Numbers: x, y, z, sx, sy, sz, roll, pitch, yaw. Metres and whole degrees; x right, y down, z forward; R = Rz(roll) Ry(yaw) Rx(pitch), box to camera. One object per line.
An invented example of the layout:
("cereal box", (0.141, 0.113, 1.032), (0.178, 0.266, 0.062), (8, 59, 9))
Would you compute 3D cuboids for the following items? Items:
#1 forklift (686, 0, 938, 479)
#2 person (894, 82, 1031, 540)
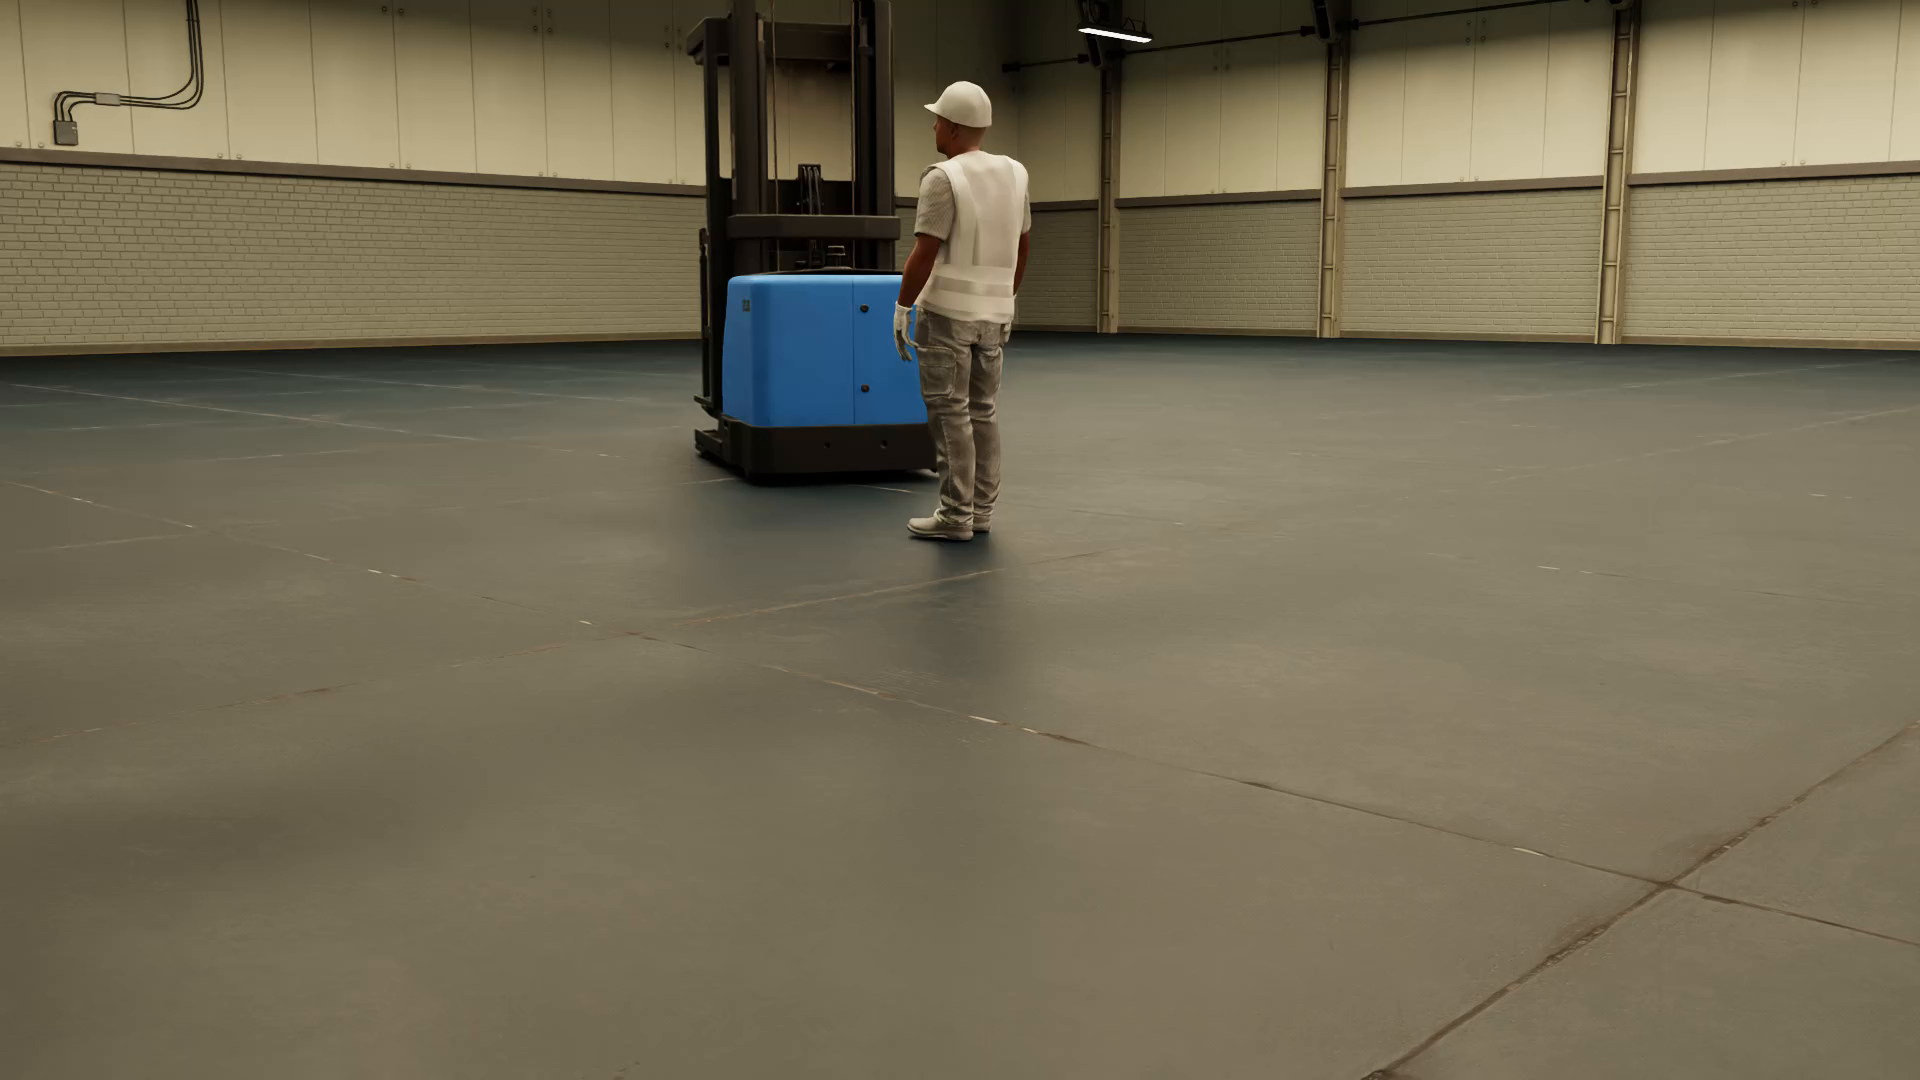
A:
("forklift", (-0.985, -1.947, 9.807), (1.130, 2.935, 3.031), (-3, 9, -17))
("person", (-0.046, -0.897, 6.639), (0.575, 1.785, 0.657), (8, 12, 43))
